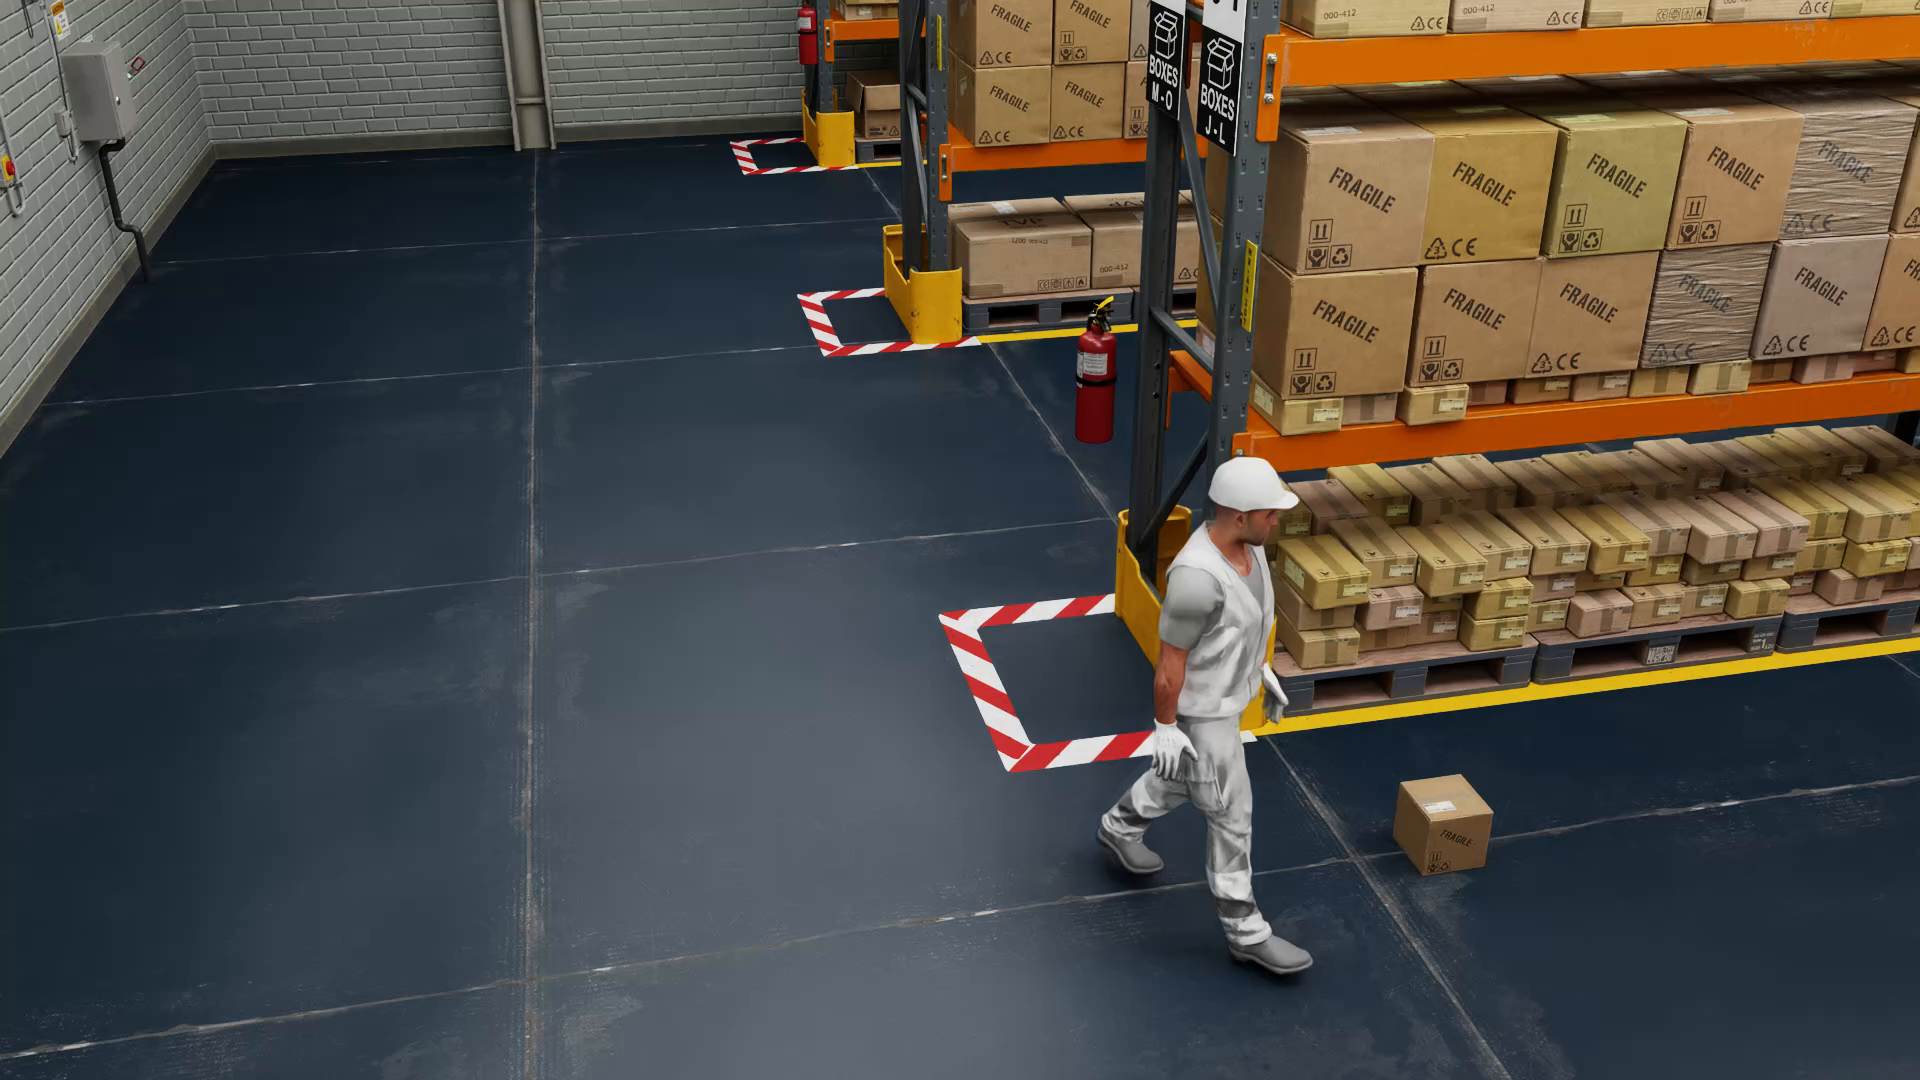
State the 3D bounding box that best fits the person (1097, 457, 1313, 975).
[{"bbox_3d":[0.849,0.540,5.521,0.934,1.755,0.574,15,30,28],"label":"person"}]
